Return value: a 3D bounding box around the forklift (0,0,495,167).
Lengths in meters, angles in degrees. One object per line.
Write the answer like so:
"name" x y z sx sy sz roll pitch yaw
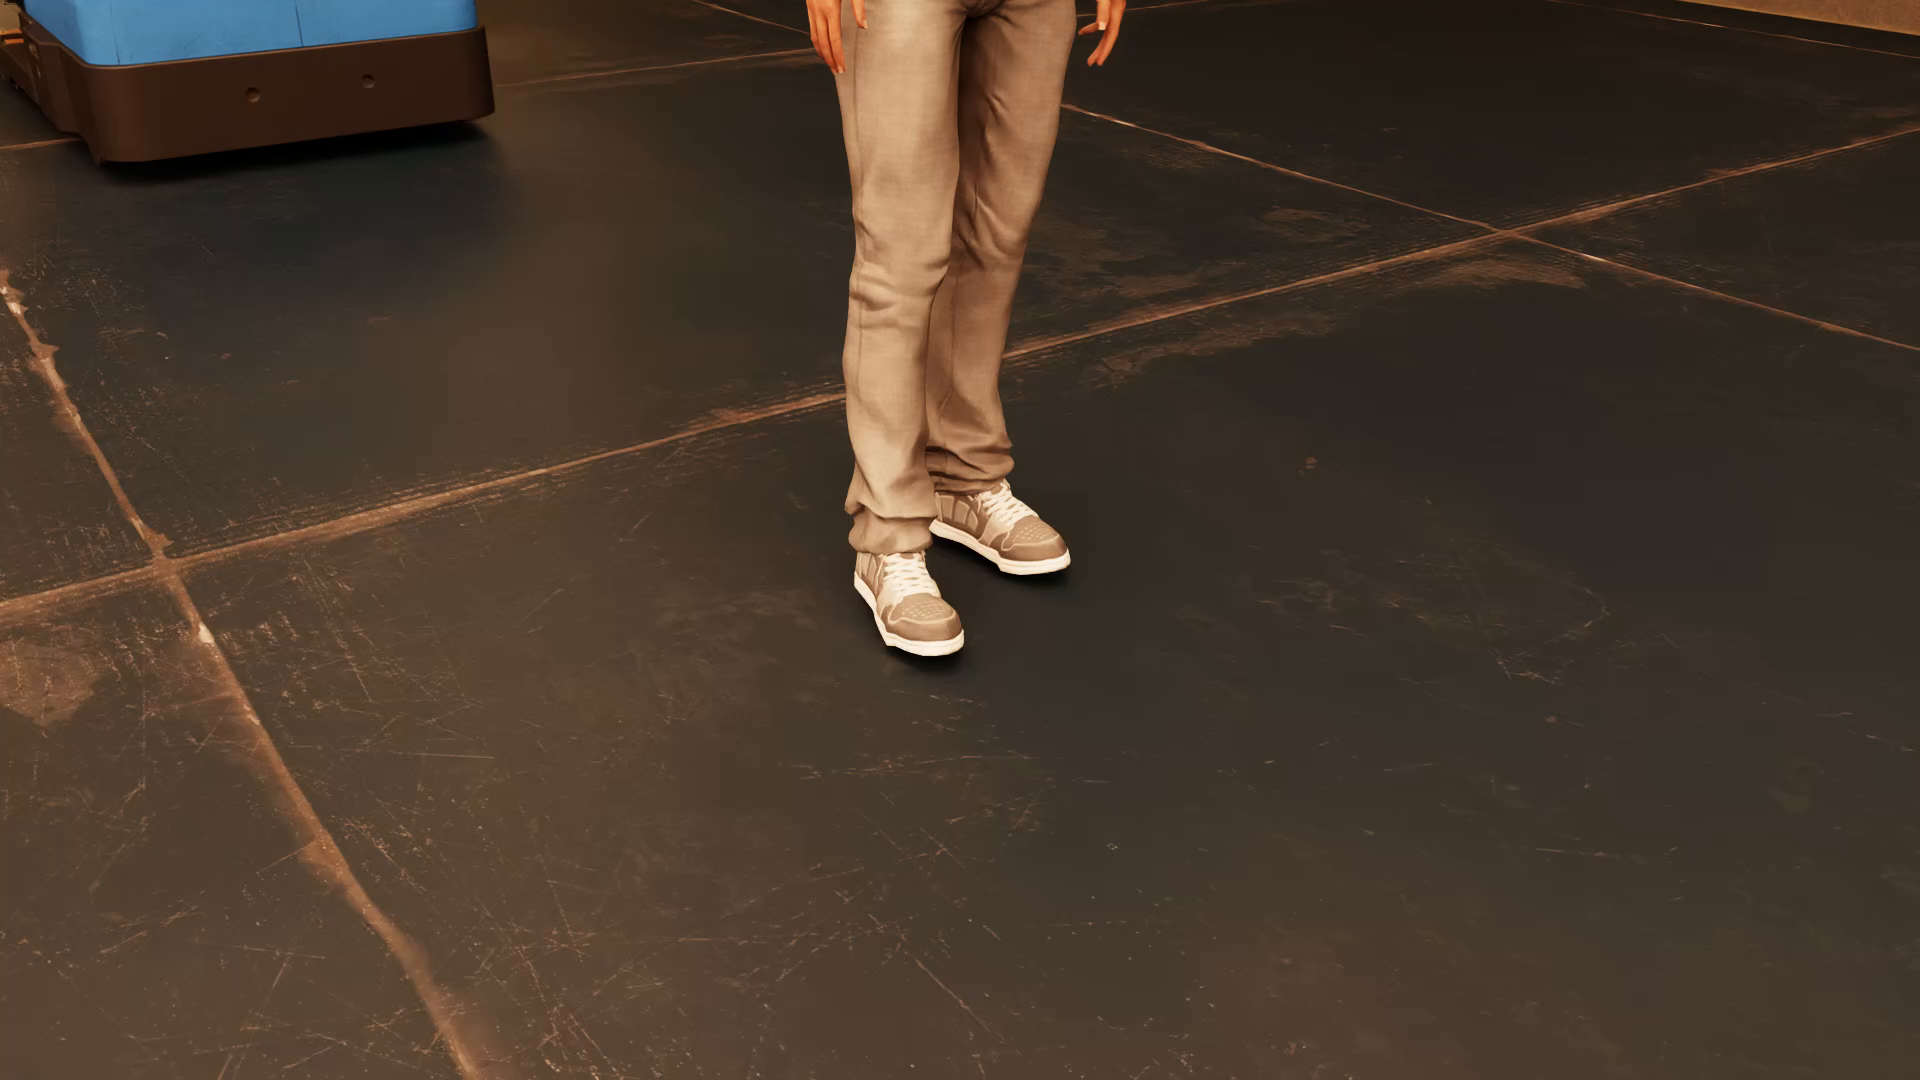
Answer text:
"forklift" -2.598 -2.888 4.989 1.130 2.935 3.031 -17 31 -31

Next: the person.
"person" 0.030 -0.690 2.077 0.520 1.597 0.475 -17 31 -31
